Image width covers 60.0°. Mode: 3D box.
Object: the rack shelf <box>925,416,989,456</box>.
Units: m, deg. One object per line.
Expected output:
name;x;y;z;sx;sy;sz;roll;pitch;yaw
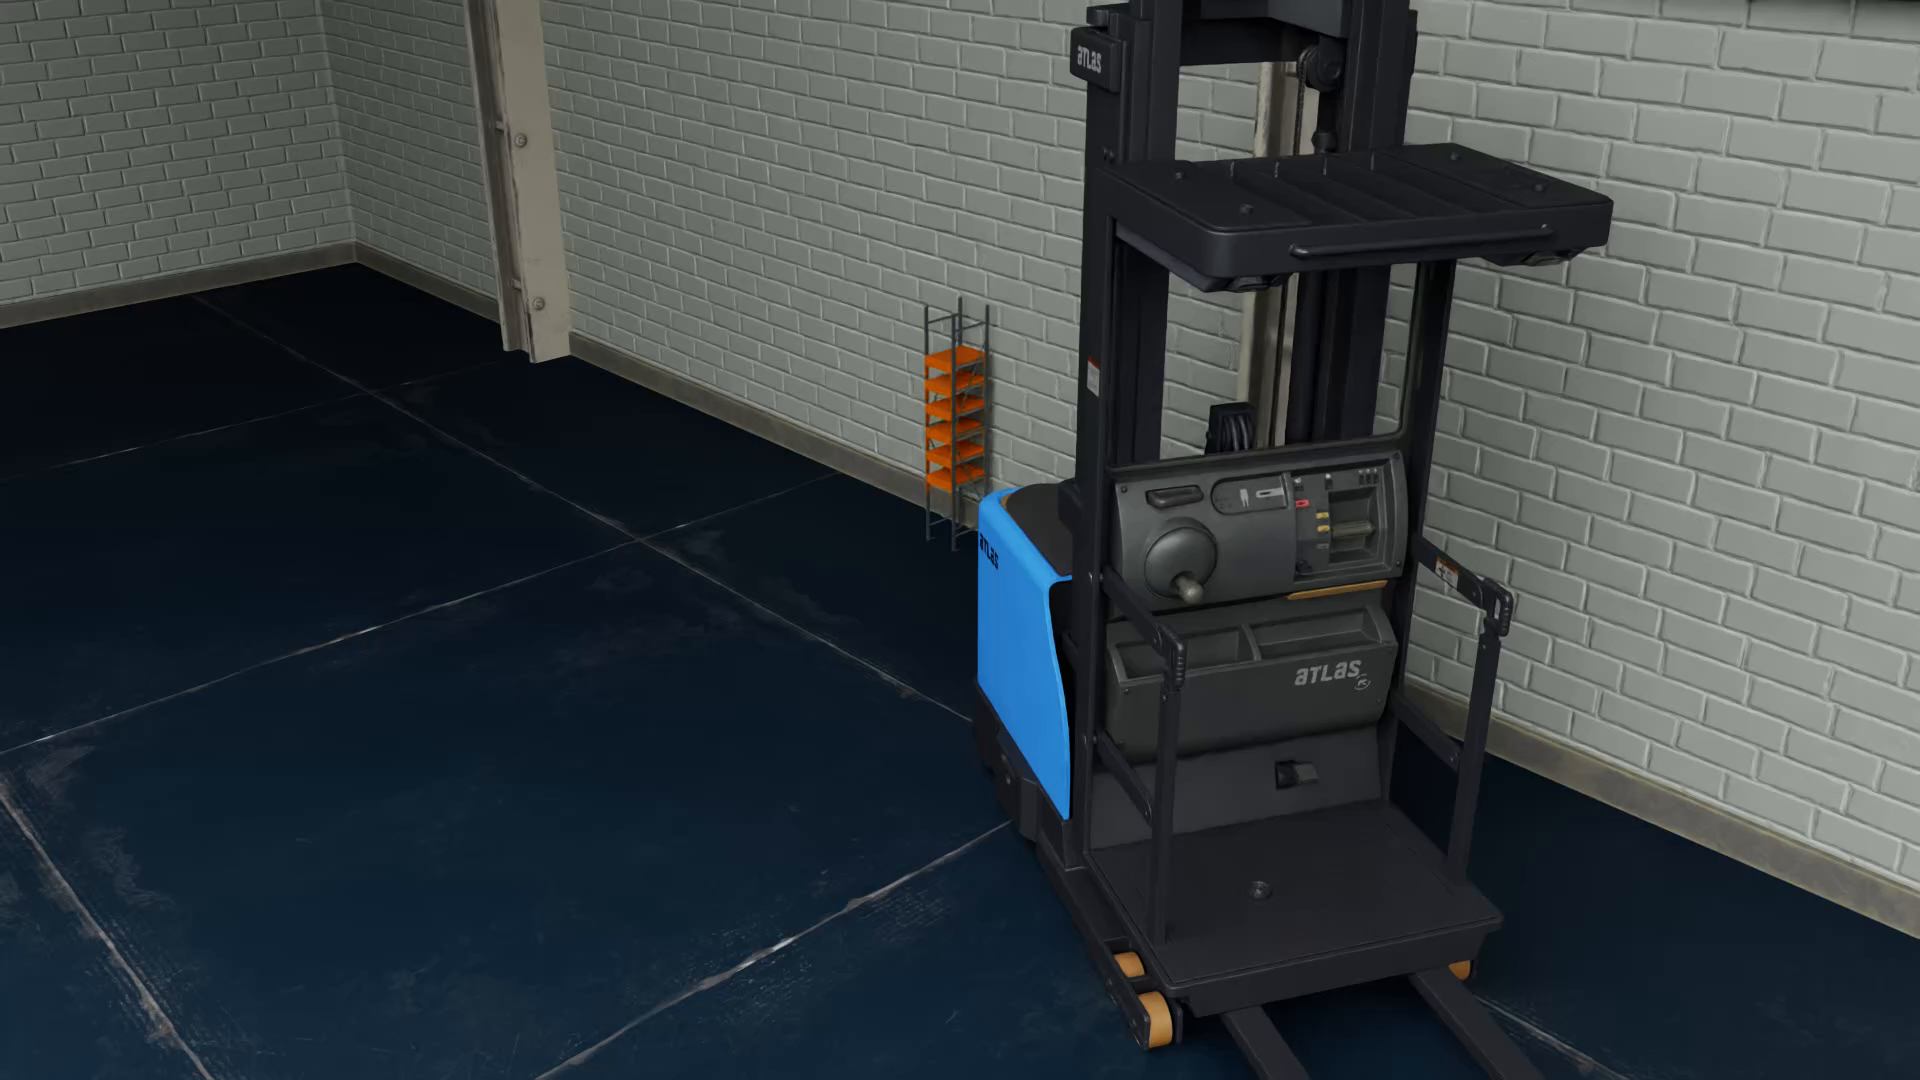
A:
rack shelf;-0.015;-0.507;8.022;0.258;0.103;0.180;-22;32;-39

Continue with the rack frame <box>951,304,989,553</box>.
rack frame;0.049;-0.520;7.943;0.240;1.200;0.006;-22;32;-39

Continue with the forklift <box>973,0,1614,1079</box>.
forklift;0.964;-0.008;4.737;1.130;2.935;3.031;-7;25;-15

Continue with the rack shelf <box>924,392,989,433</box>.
rack shelf;-0.015;-0.616;7.972;0.258;0.103;0.180;-22;32;-39

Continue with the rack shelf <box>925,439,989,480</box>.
rack shelf;-0.015;-0.397;8.072;0.258;0.103;0.180;-22;32;-39

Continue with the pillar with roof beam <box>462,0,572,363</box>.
pillar with roof beam;-5.921;-4.117;6.433;9.100;9.000;0.400;-21;32;-38

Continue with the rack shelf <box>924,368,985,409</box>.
rack shelf;-0.015;-0.725;7.922;0.258;0.103;0.180;-22;32;-39

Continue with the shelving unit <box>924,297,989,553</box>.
shelving unit;-0.015;-0.547;8.003;0.258;1.200;0.189;-22;32;-39

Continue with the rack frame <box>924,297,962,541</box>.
rack frame;-0.078;-0.574;8.063;0.240;1.200;0.006;-22;32;-39

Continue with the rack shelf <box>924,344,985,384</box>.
rack shelf;-0.015;-0.834;7.872;0.258;0.103;0.180;-22;32;-39

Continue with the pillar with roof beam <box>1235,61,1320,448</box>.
pillar with roof beam;-1.820;-2.300;2.449;9.100;9.000;0.400;-21;32;-38

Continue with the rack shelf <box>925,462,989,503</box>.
rack shelf;-0.015;-0.288;8.121;0.258;0.103;0.180;-22;32;-39
